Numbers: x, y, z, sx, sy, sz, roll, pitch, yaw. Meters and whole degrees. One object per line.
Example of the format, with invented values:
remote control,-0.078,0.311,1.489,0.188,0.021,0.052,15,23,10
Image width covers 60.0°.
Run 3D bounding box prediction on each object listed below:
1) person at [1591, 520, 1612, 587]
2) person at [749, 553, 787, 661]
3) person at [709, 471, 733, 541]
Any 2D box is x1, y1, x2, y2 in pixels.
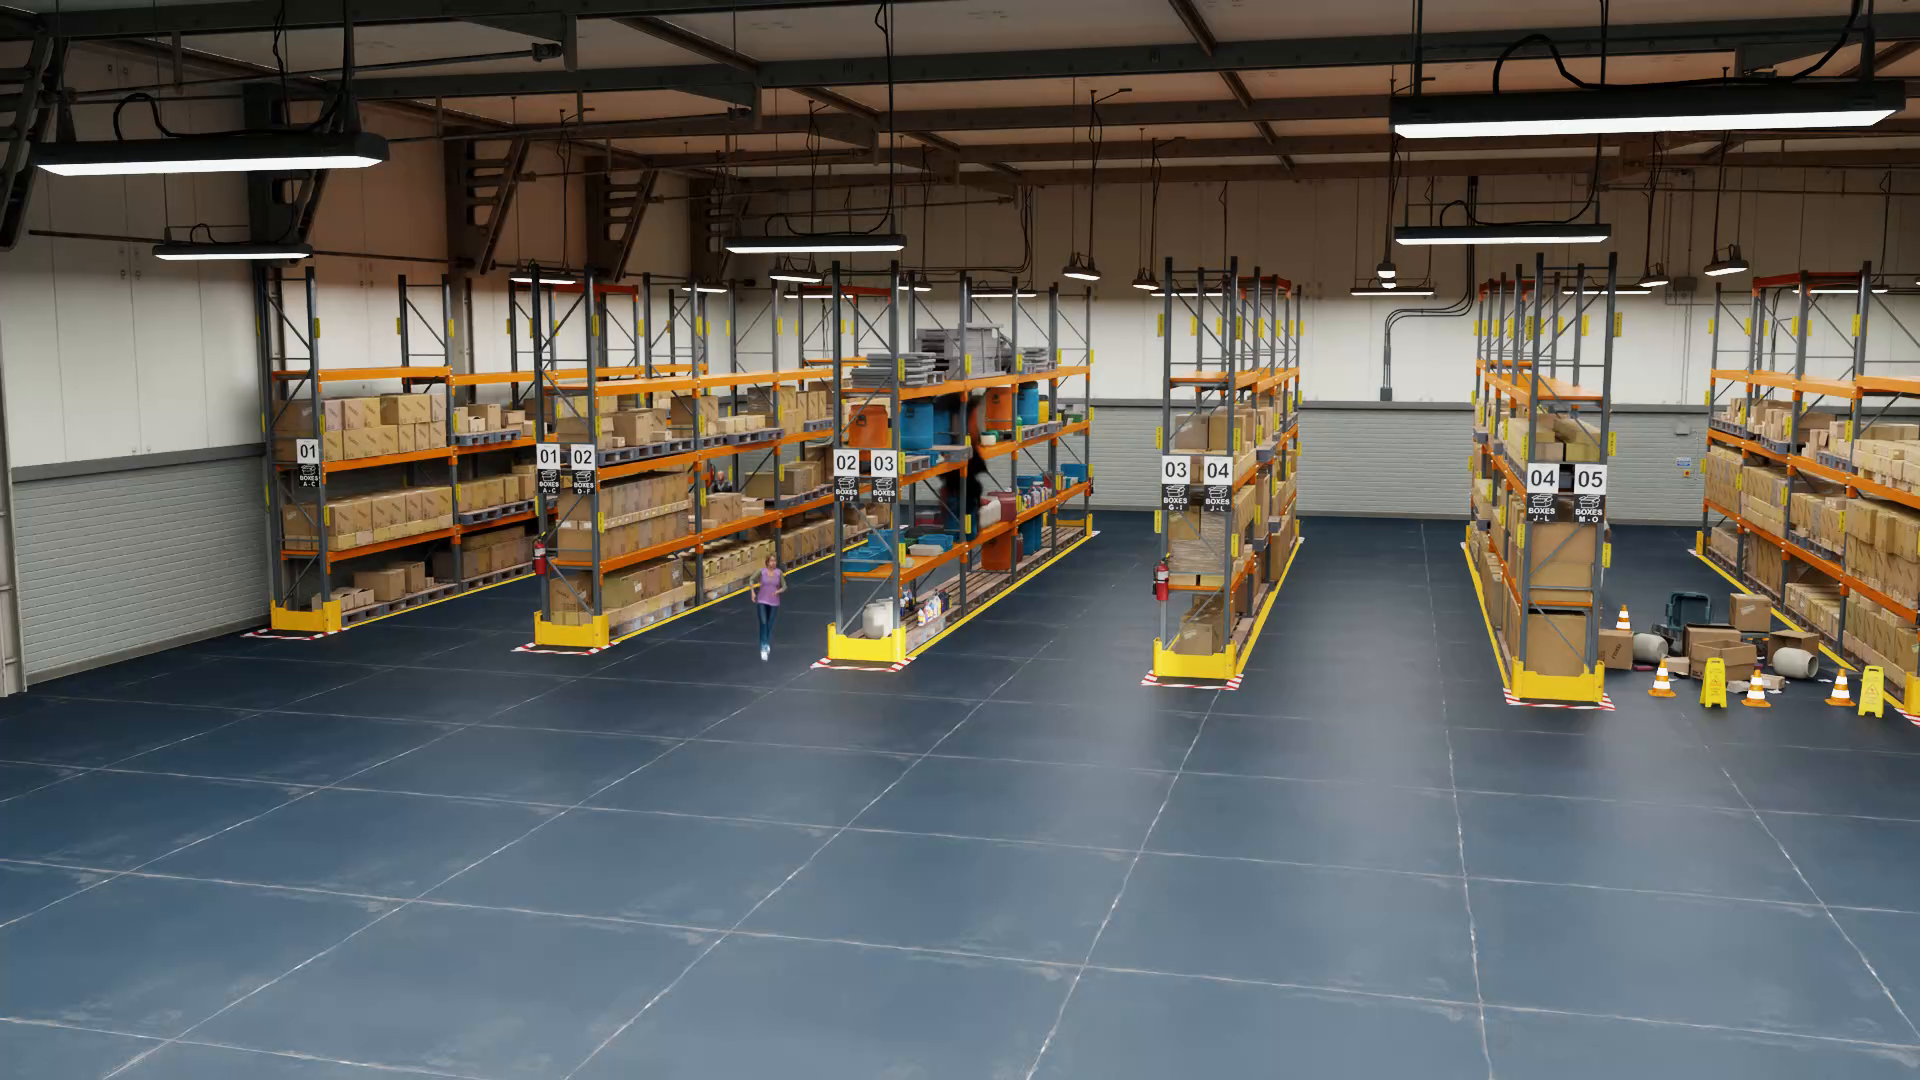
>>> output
person,12.181,0.164,31.958,0.576,1.607,0.551,1,7,8
person,-2.931,1.004,25.489,0.551,1.626,0.744,-2,8,-19
person,-5.598,-0.796,39.143,0.641,1.675,0.661,1,7,7
